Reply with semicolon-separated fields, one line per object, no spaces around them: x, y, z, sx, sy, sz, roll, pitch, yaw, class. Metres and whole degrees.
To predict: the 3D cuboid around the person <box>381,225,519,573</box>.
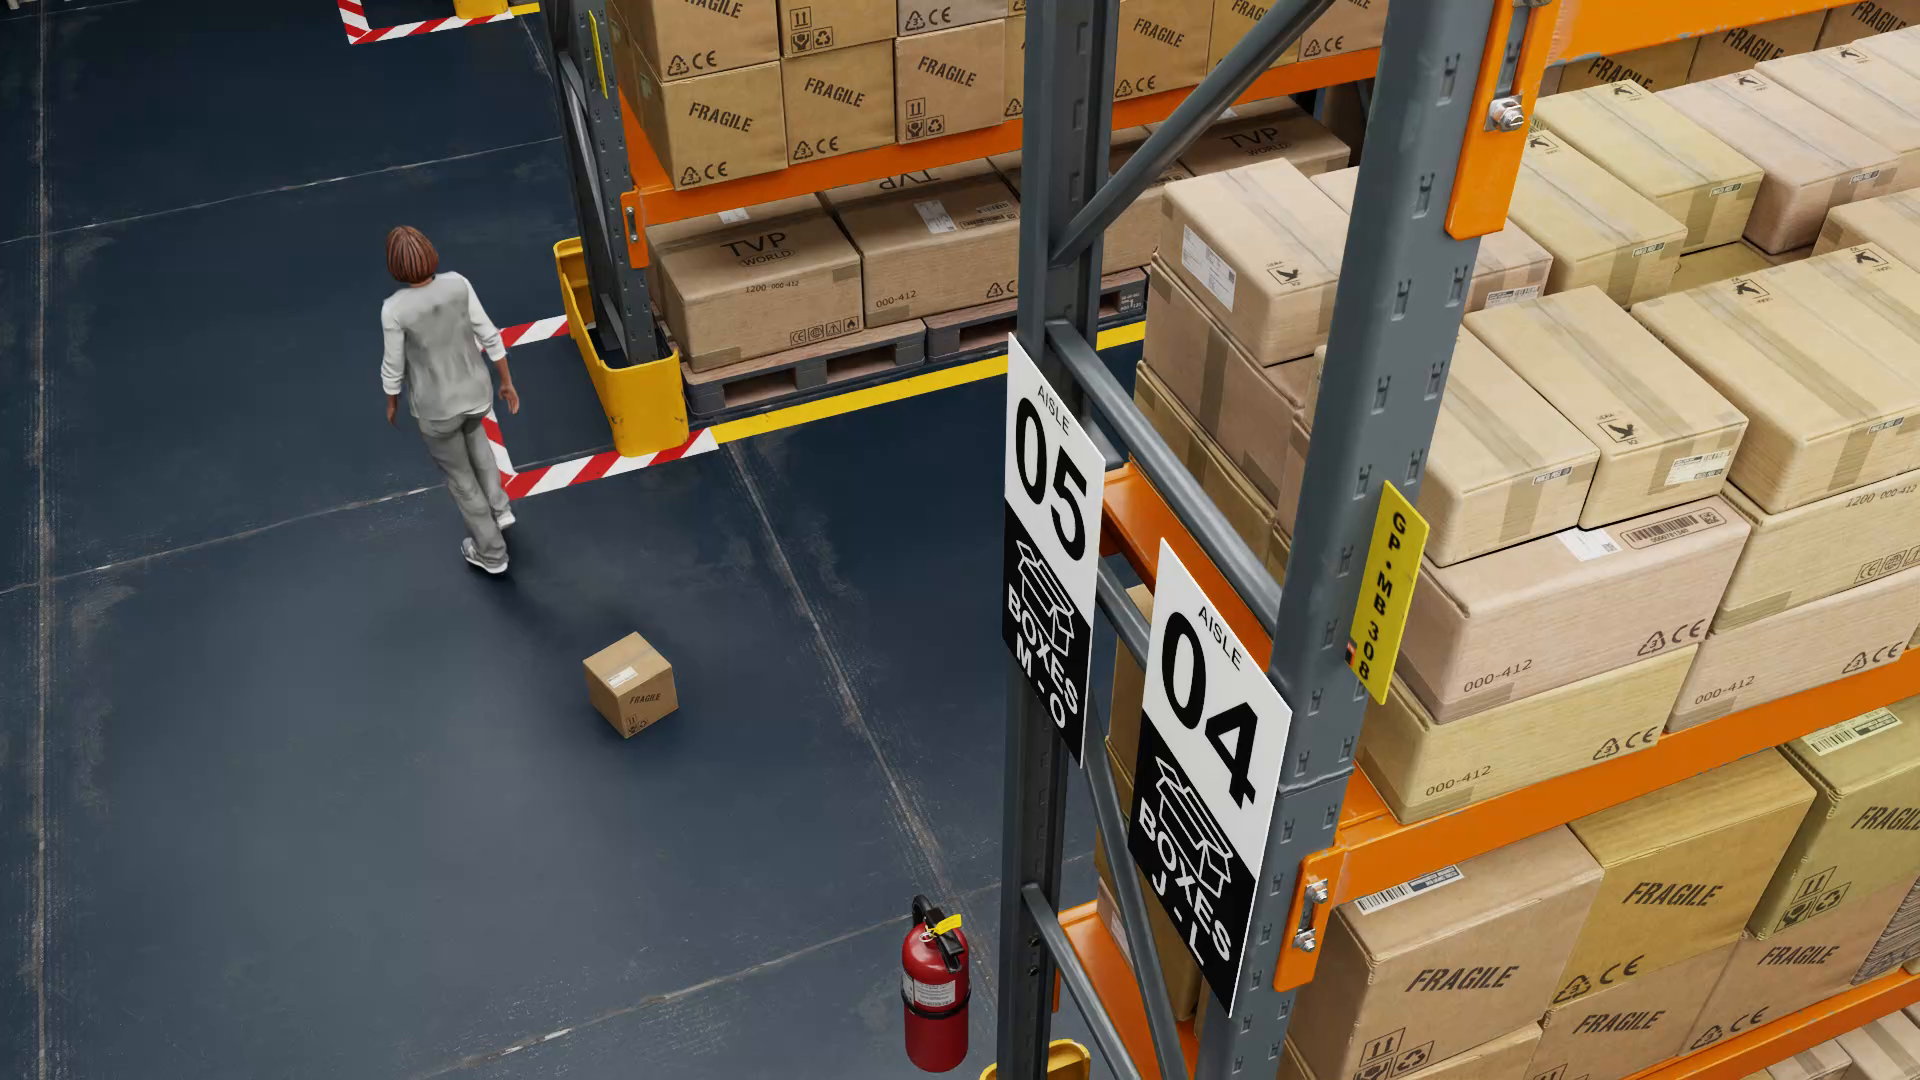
-2.061;-0.548;6.777;0.466;1.587;0.478;-32;51;-30;person
